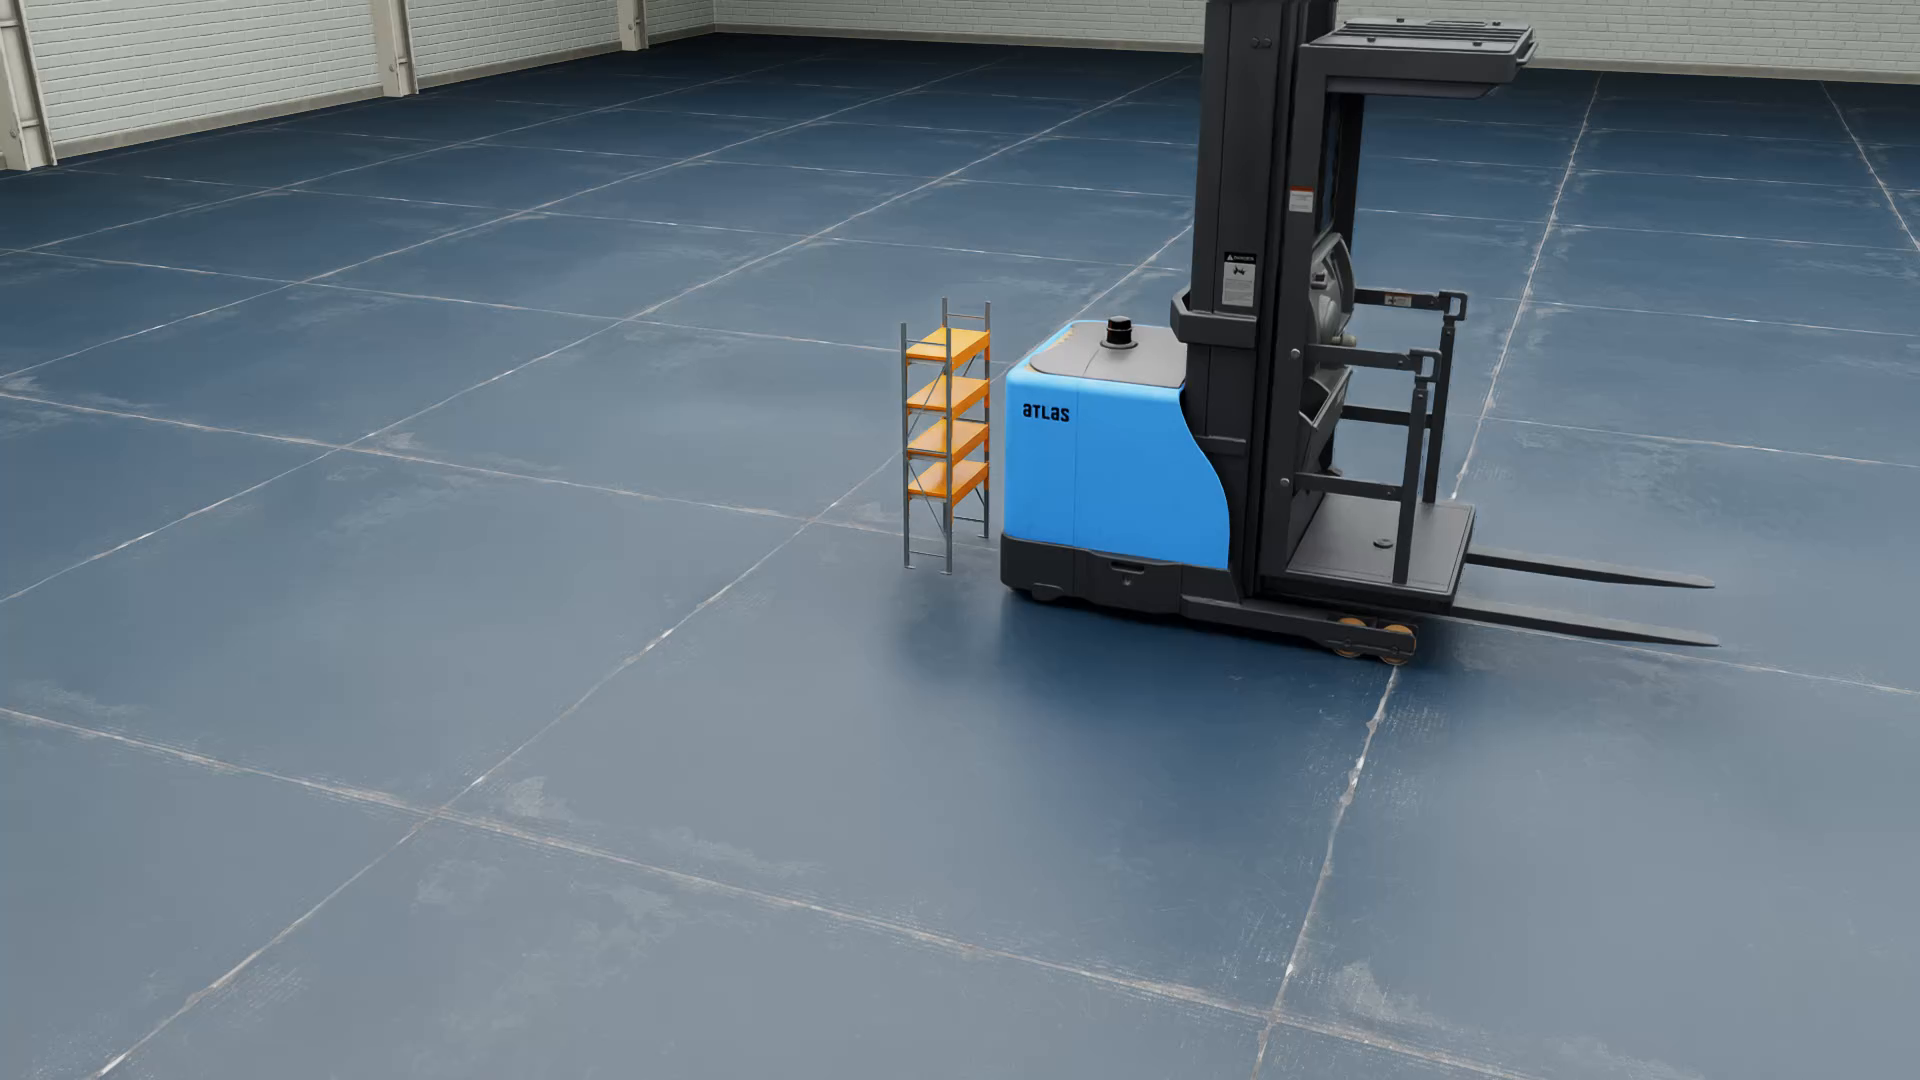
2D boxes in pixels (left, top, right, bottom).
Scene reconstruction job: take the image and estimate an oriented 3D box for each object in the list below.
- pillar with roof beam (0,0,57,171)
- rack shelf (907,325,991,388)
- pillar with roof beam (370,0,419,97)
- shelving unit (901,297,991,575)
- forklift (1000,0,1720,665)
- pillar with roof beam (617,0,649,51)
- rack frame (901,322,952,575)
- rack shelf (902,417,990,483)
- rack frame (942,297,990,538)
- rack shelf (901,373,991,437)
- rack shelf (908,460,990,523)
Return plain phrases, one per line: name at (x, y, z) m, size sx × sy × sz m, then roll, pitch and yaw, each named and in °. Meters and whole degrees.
pillar with roof beam at (-5.962, -7.543, 14.632) m, size 9.100 × 9.000 × 0.400 m, roll 9°, pitch 24°, yaw 20°
rack shelf at (-0.062, -0.857, 7.725) m, size 0.258 × 0.148 × 0.480 m, roll 9°, pitch 24°, yaw 20°
pillar with roof beam at (-3.733, -9.690, 19.773) m, size 9.100 × 9.000 × 0.400 m, roll 9°, pitch 24°, yaw 20°
shelving unit at (-0.061, -0.494, 7.877) m, size 0.258 × 1.200 × 0.503 m, roll 9°, pitch 24°, yaw 20°
forklift at (1.755, -1.058, 6.980) m, size 3.031 × 2.935 × 1.130 m, roll 9°, pitch 24°, yaw 20°
pillar with roof beam at (-1.505, -11.837, 24.913) m, size 9.100 × 9.000 × 0.400 m, roll 9°, pitch 24°, yaw 20°
rack frame at (-0.152, -0.407, 7.668) m, size 0.240 × 1.200 × 0.015 m, roll 9°, pitch 24°, yaw 20°
rack shelf at (-0.061, -0.432, 7.903) m, size 0.258 × 0.148 × 0.480 m, roll 9°, pitch 24°, yaw 20°
rack frame at (0.029, -0.582, 8.086) m, size 0.240 × 1.200 × 0.015 m, roll 9°, pitch 24°, yaw 20°
rack shelf at (-0.062, -0.639, 7.817) m, size 0.258 × 0.148 × 0.480 m, roll 9°, pitch 24°, yaw 20°
rack shelf at (-0.061, -0.249, 7.979) m, size 0.258 × 0.148 × 0.480 m, roll 9°, pitch 24°, yaw 20°
